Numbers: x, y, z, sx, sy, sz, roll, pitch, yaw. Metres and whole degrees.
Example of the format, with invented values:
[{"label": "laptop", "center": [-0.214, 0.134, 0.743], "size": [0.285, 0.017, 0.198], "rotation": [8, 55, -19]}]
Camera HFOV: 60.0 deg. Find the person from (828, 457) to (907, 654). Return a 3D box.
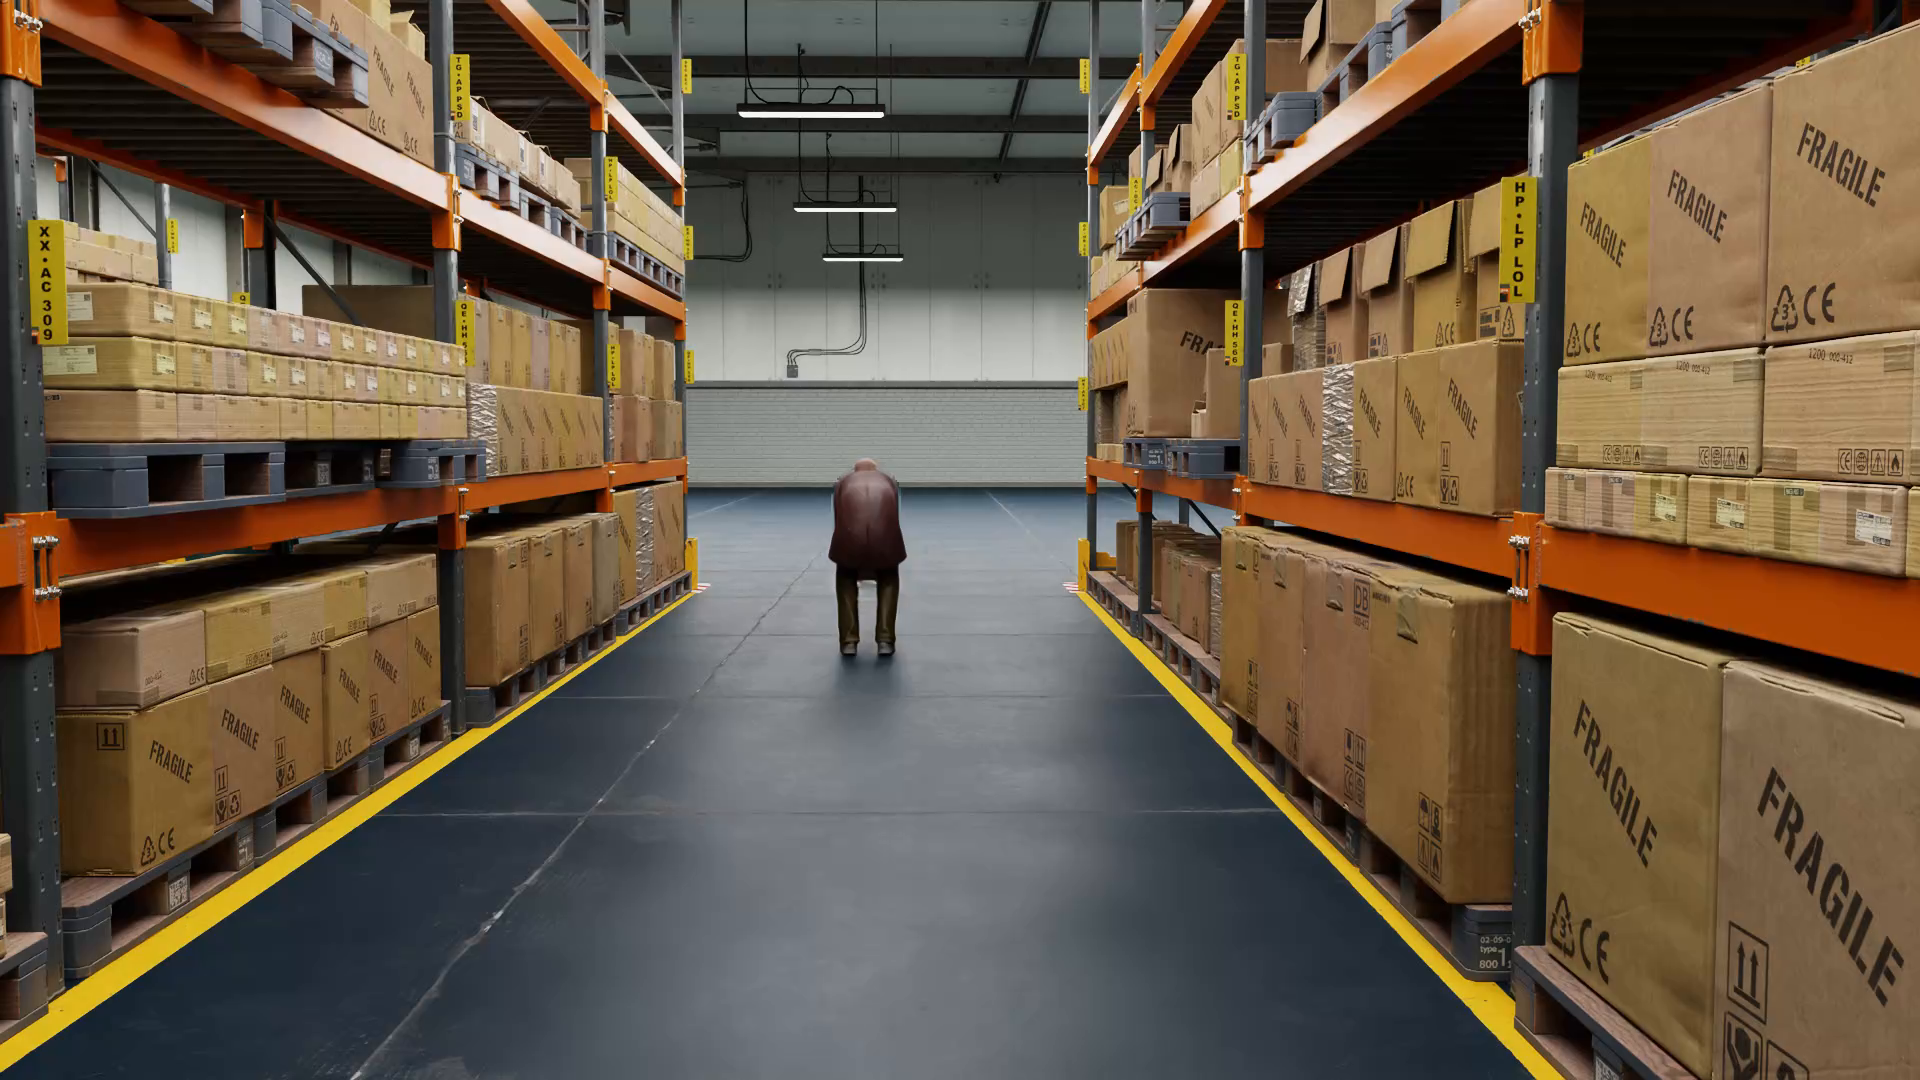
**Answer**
[{"label": "person", "center": [-0.658, 0.114, 11.858], "size": [0.554, 1.344, 0.891], "rotation": [0, 4, -3]}]
